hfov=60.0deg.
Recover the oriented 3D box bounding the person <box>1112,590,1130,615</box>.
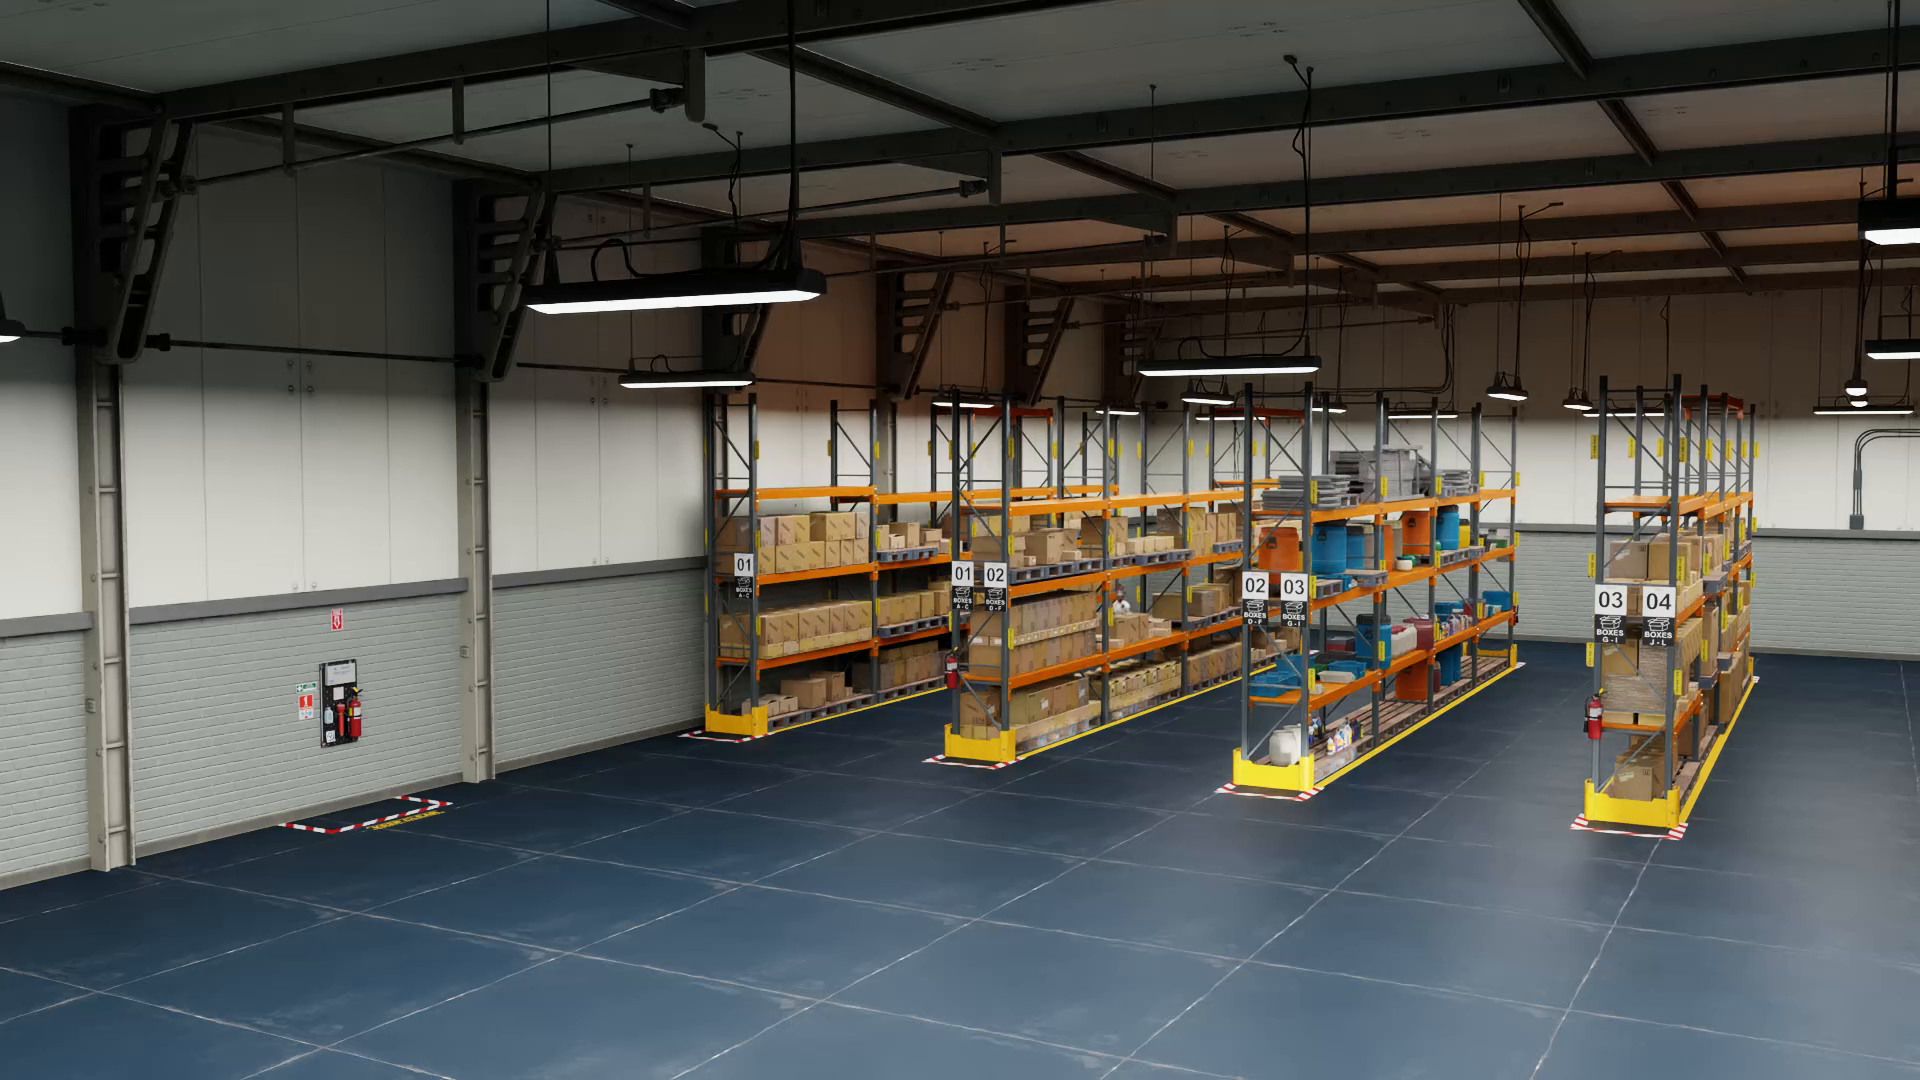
[{"bbox_3d":[3.860,2.008,39.919,0.477,1.622,1.028,2,4,28],"label":"person"}]
